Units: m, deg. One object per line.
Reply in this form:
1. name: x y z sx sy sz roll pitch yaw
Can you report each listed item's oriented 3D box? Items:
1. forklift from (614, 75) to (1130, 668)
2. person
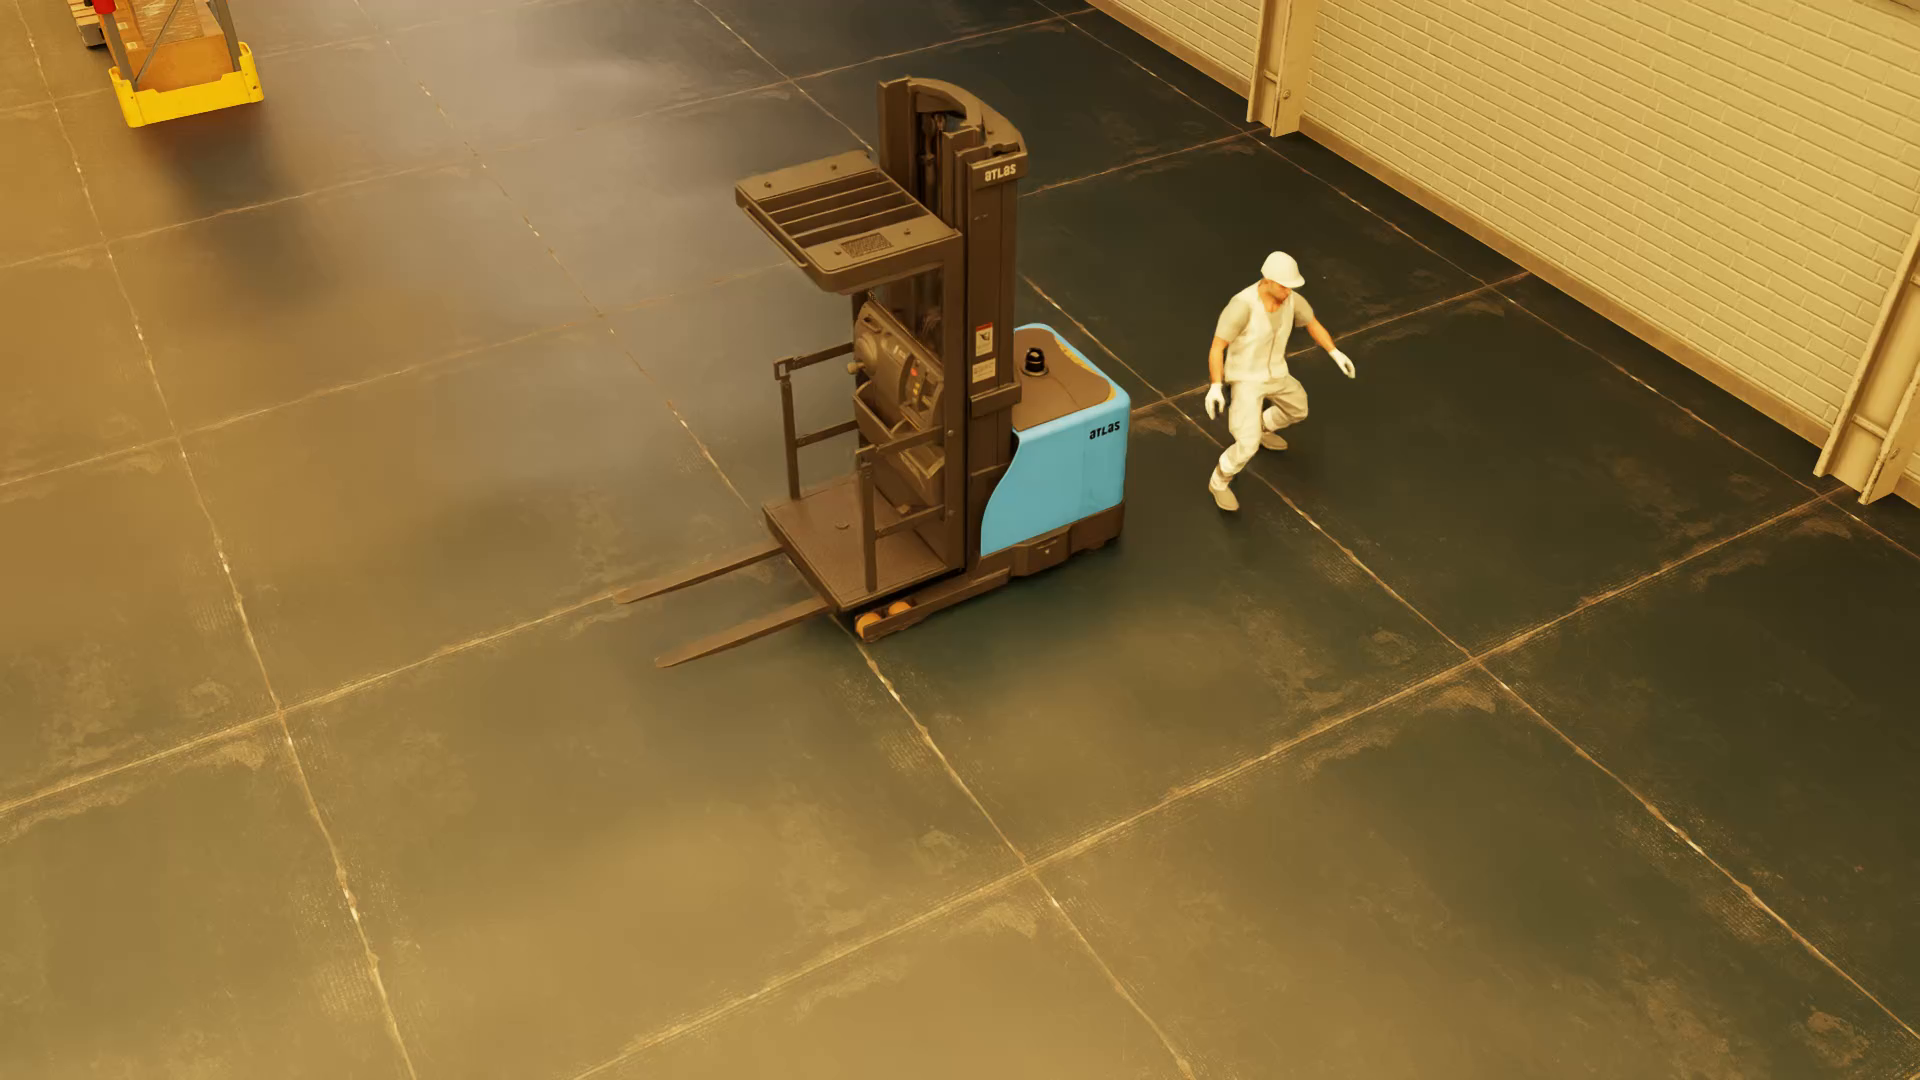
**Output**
1. forklift: -0.524 -0.926 9.153 3.031 2.935 1.130 -21 44 -23
2. person: 1.907 -1.057 10.320 0.995 1.608 0.706 -20 44 -22
